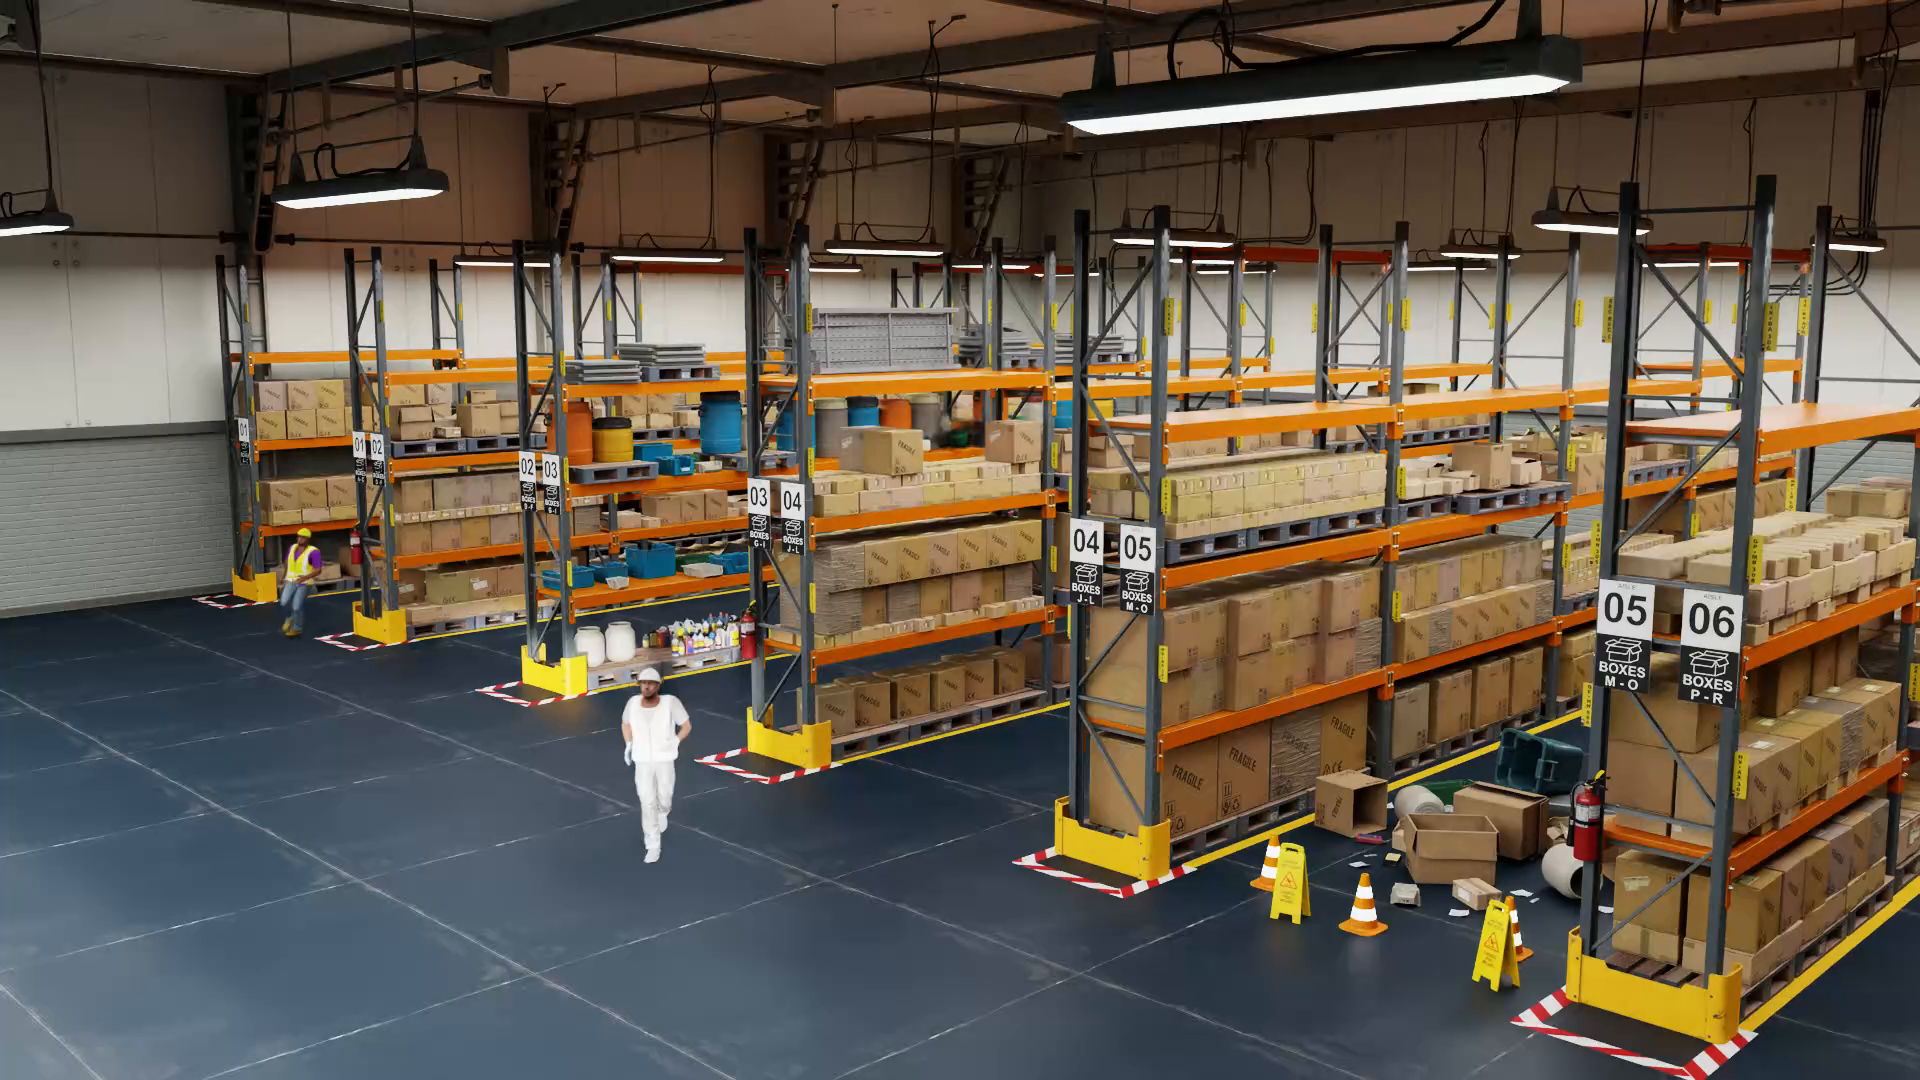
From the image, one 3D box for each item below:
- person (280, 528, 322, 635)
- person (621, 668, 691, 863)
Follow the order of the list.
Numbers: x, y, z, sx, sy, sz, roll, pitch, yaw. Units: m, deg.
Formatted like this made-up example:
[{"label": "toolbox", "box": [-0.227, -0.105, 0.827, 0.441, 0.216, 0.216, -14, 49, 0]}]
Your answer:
[{"label": "person", "box": [-10.283, 0.663, 25.849, 0.733, 1.697, 0.613, 1, 8, 5]}, {"label": "person", "box": [-2.877, 2.080, 15.739, 0.673, 1.779, 0.837, 0, 8, -3]}]
